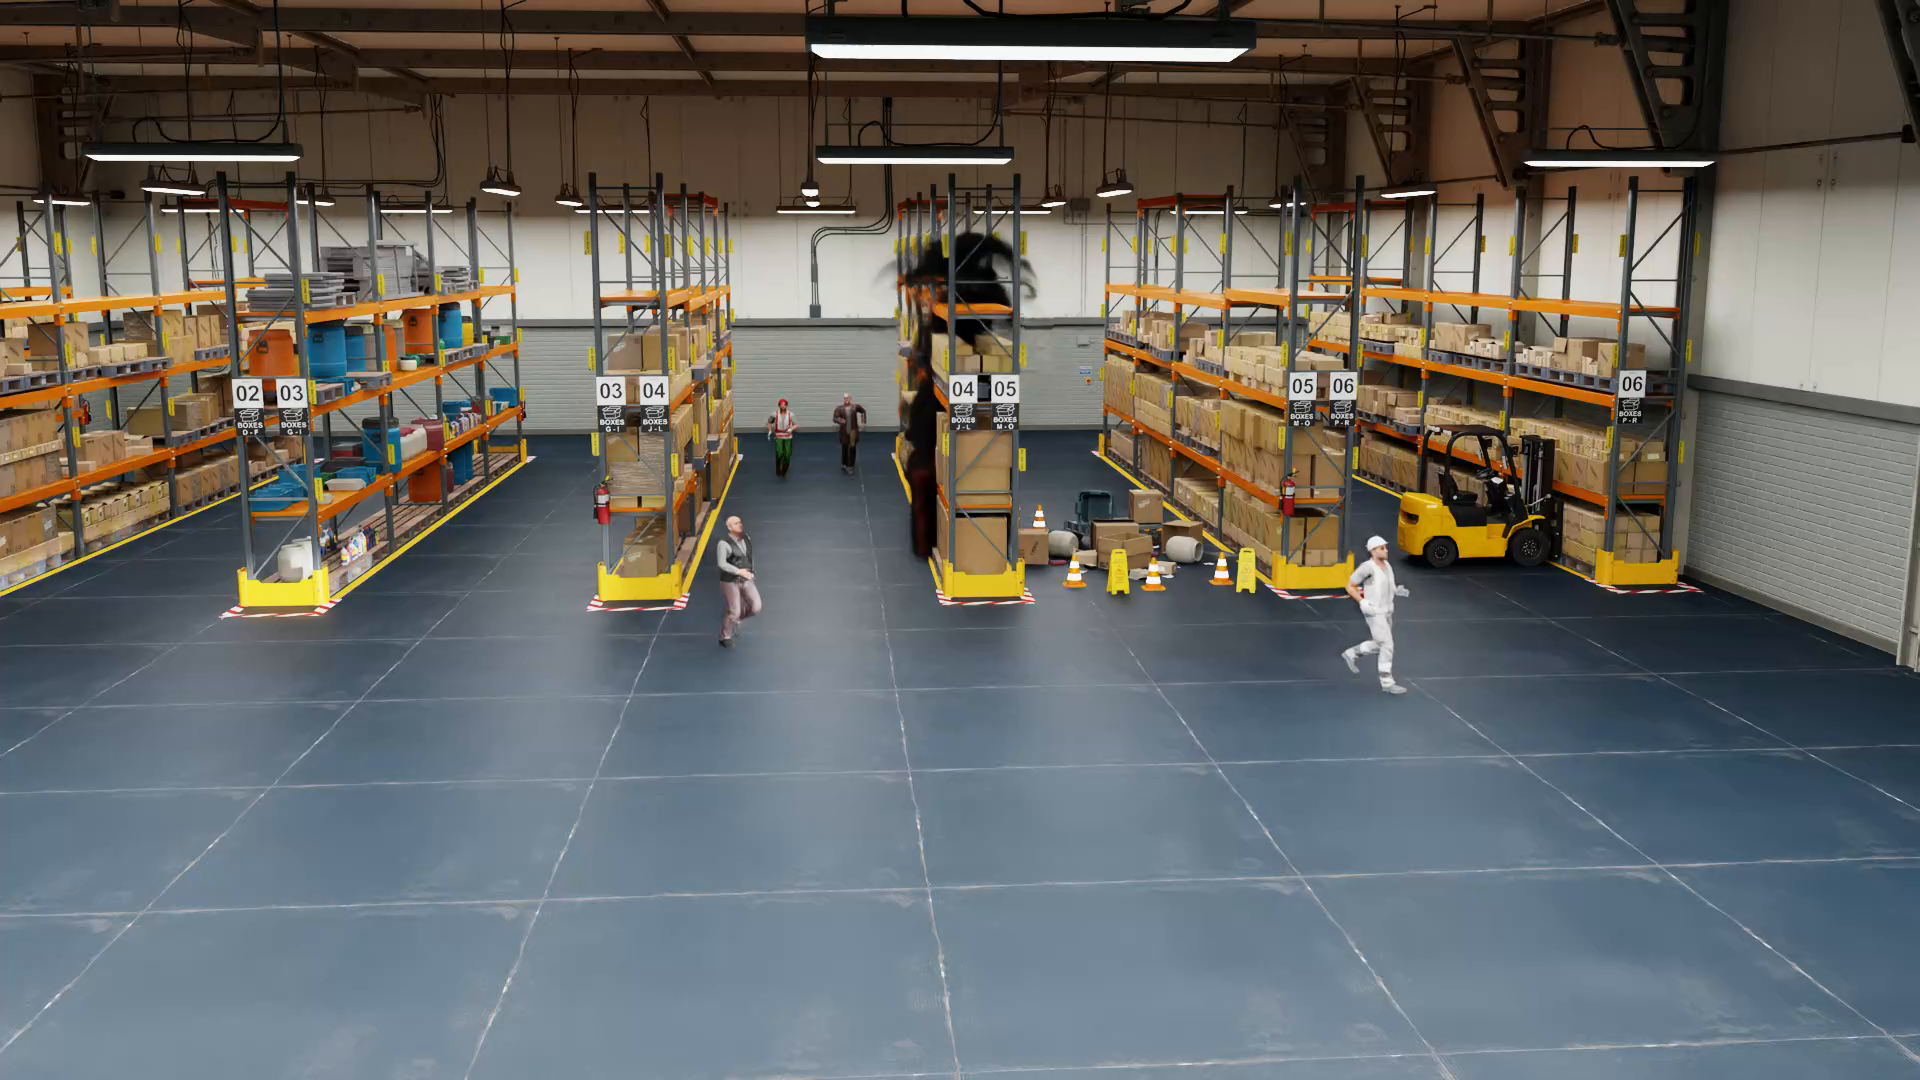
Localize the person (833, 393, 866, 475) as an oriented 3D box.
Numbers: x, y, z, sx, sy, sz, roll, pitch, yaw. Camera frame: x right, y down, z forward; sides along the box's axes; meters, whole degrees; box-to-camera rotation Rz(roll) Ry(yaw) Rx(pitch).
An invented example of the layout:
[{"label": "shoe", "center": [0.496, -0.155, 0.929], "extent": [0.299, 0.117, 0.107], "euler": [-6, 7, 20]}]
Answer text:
[{"label": "person", "center": [-2.455, -2.360, 36.976], "extent": [0.728, 1.807, 0.960], "euler": [0, 10, 1]}]

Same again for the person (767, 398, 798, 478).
[{"label": "person", "center": [-3.832, -2.191, 36.018], "extent": [0.649, 1.743, 0.610], "euler": [-2, 10, -12]}]

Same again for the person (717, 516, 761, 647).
[{"label": "person", "center": [-2.768, 0.526, 20.912], "extent": [0.681, 1.677, 0.679], "euler": [9, 13, 41]}]

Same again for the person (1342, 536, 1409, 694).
[{"label": "person", "center": [4.726, 0.829, 18.919], "extent": [0.670, 1.765, 0.914], "euler": [-10, 14, -43]}]
